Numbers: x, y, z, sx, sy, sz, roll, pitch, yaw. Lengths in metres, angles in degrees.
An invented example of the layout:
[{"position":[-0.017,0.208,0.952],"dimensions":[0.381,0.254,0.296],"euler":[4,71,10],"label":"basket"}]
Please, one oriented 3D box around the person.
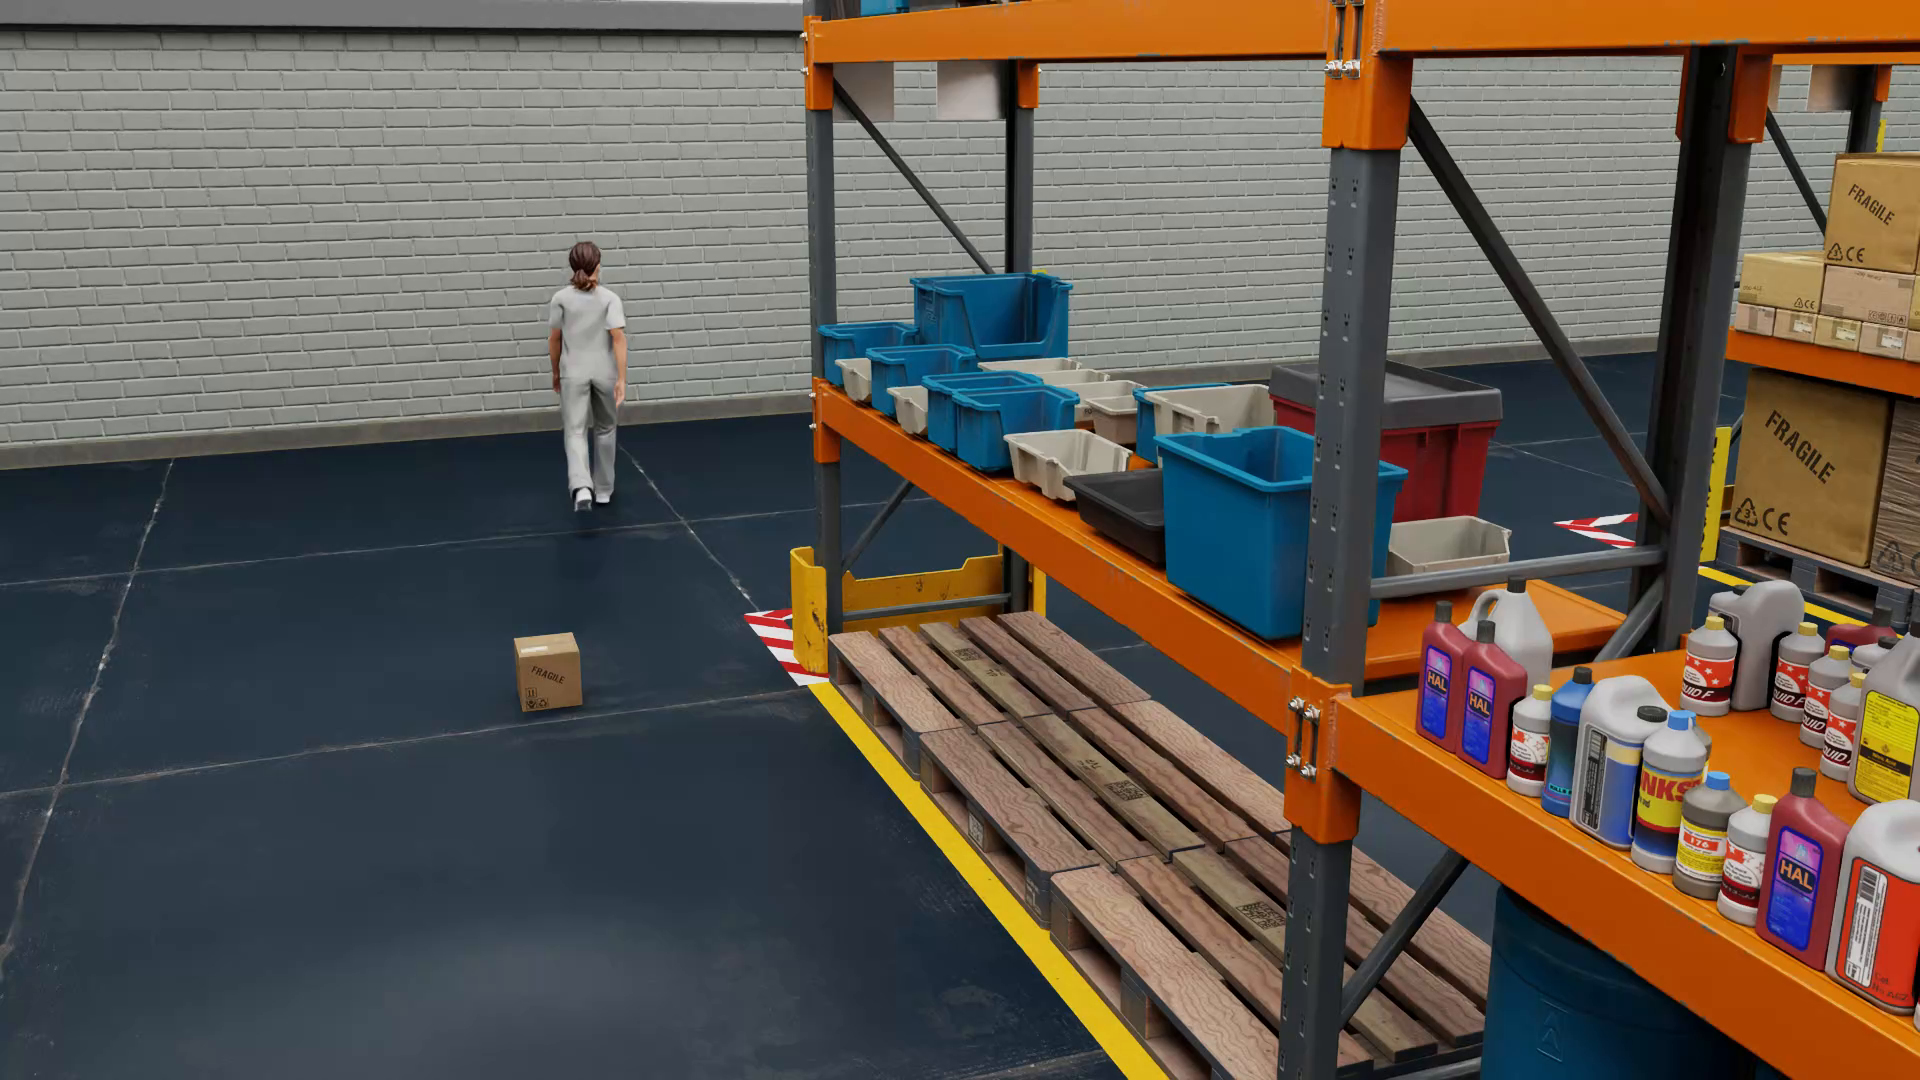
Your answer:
[{"position":[-2.214,-0.959,9.951],"dimensions":[0.459,1.628,0.975],"euler":[-3,16,-11],"label":"person"}]
